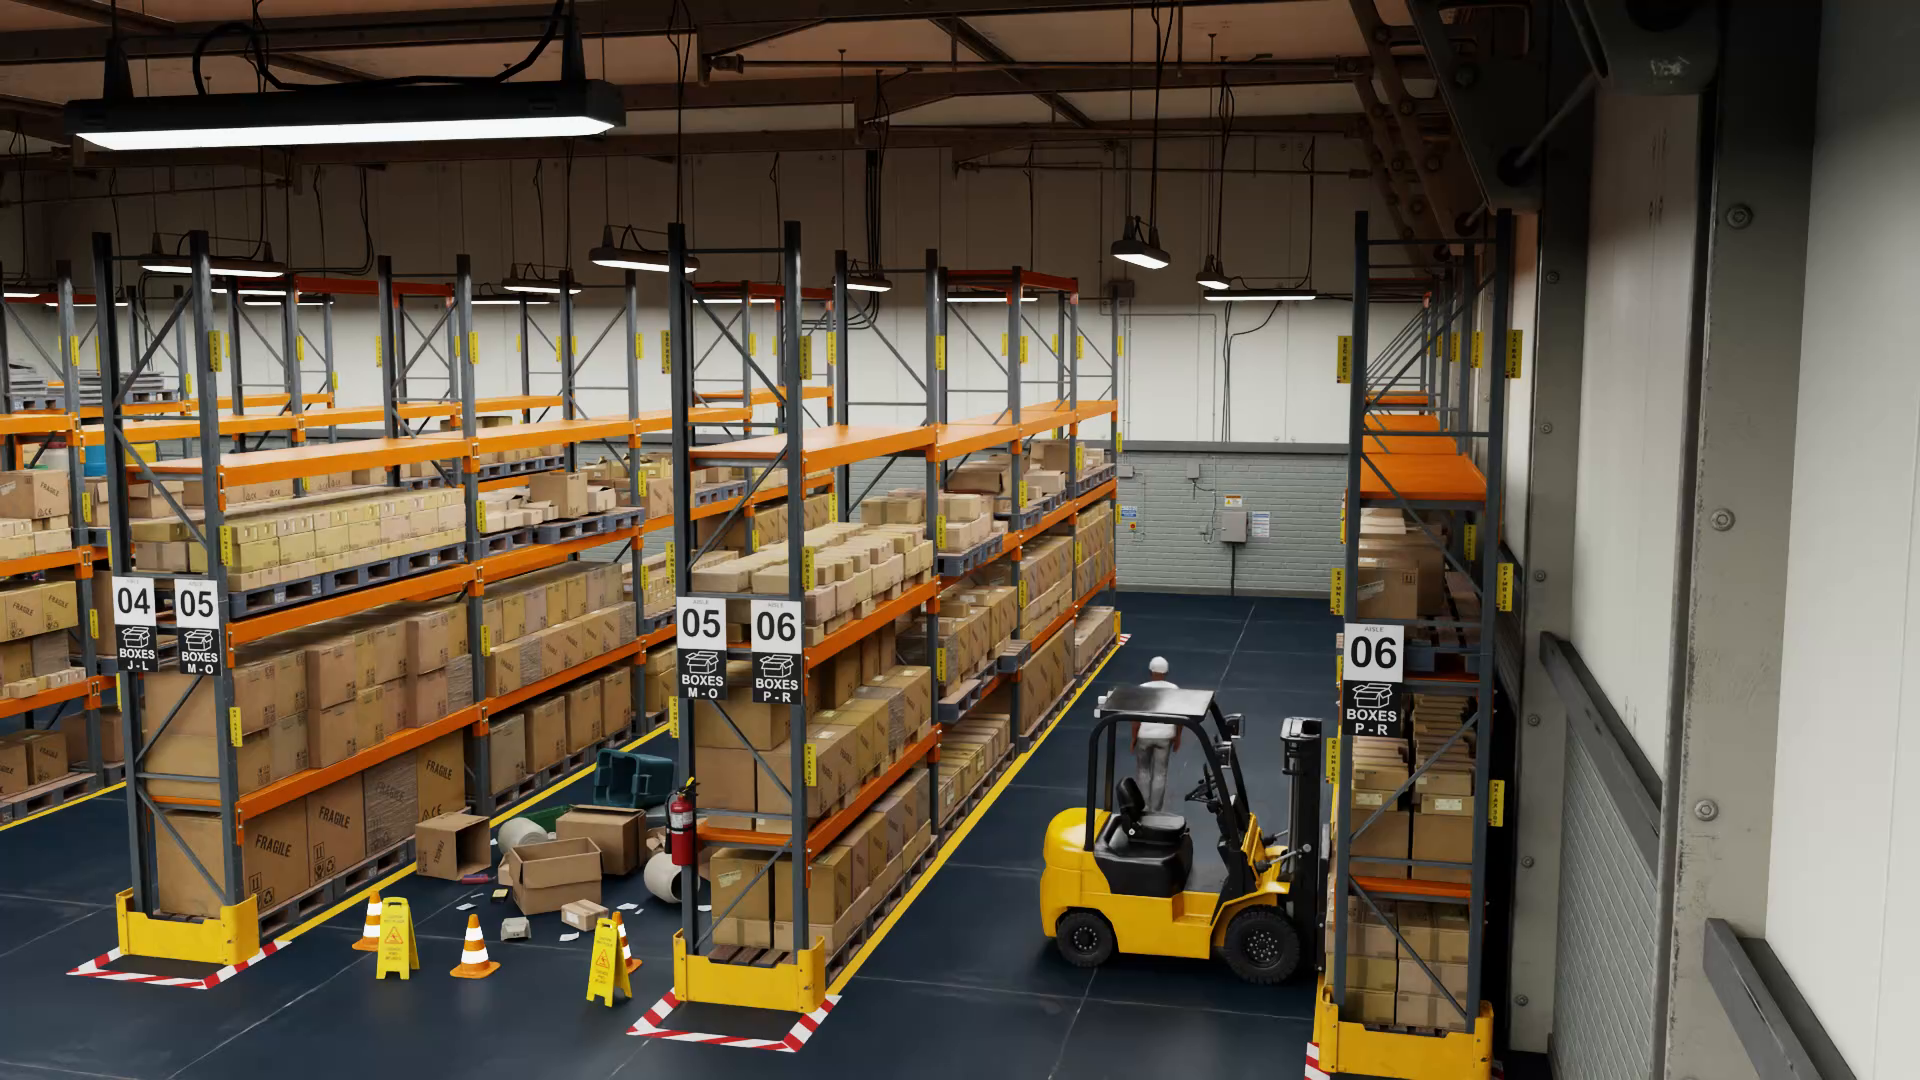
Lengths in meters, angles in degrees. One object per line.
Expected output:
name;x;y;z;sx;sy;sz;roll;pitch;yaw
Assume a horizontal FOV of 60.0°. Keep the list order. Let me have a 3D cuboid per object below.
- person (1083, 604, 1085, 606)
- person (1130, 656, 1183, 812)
person;2.124;0.494;31.333;0.478;1.750;0.582;-1;7;-12
person;2.113;2.150;17.816;0.570;1.810;0.602;1;7;6
